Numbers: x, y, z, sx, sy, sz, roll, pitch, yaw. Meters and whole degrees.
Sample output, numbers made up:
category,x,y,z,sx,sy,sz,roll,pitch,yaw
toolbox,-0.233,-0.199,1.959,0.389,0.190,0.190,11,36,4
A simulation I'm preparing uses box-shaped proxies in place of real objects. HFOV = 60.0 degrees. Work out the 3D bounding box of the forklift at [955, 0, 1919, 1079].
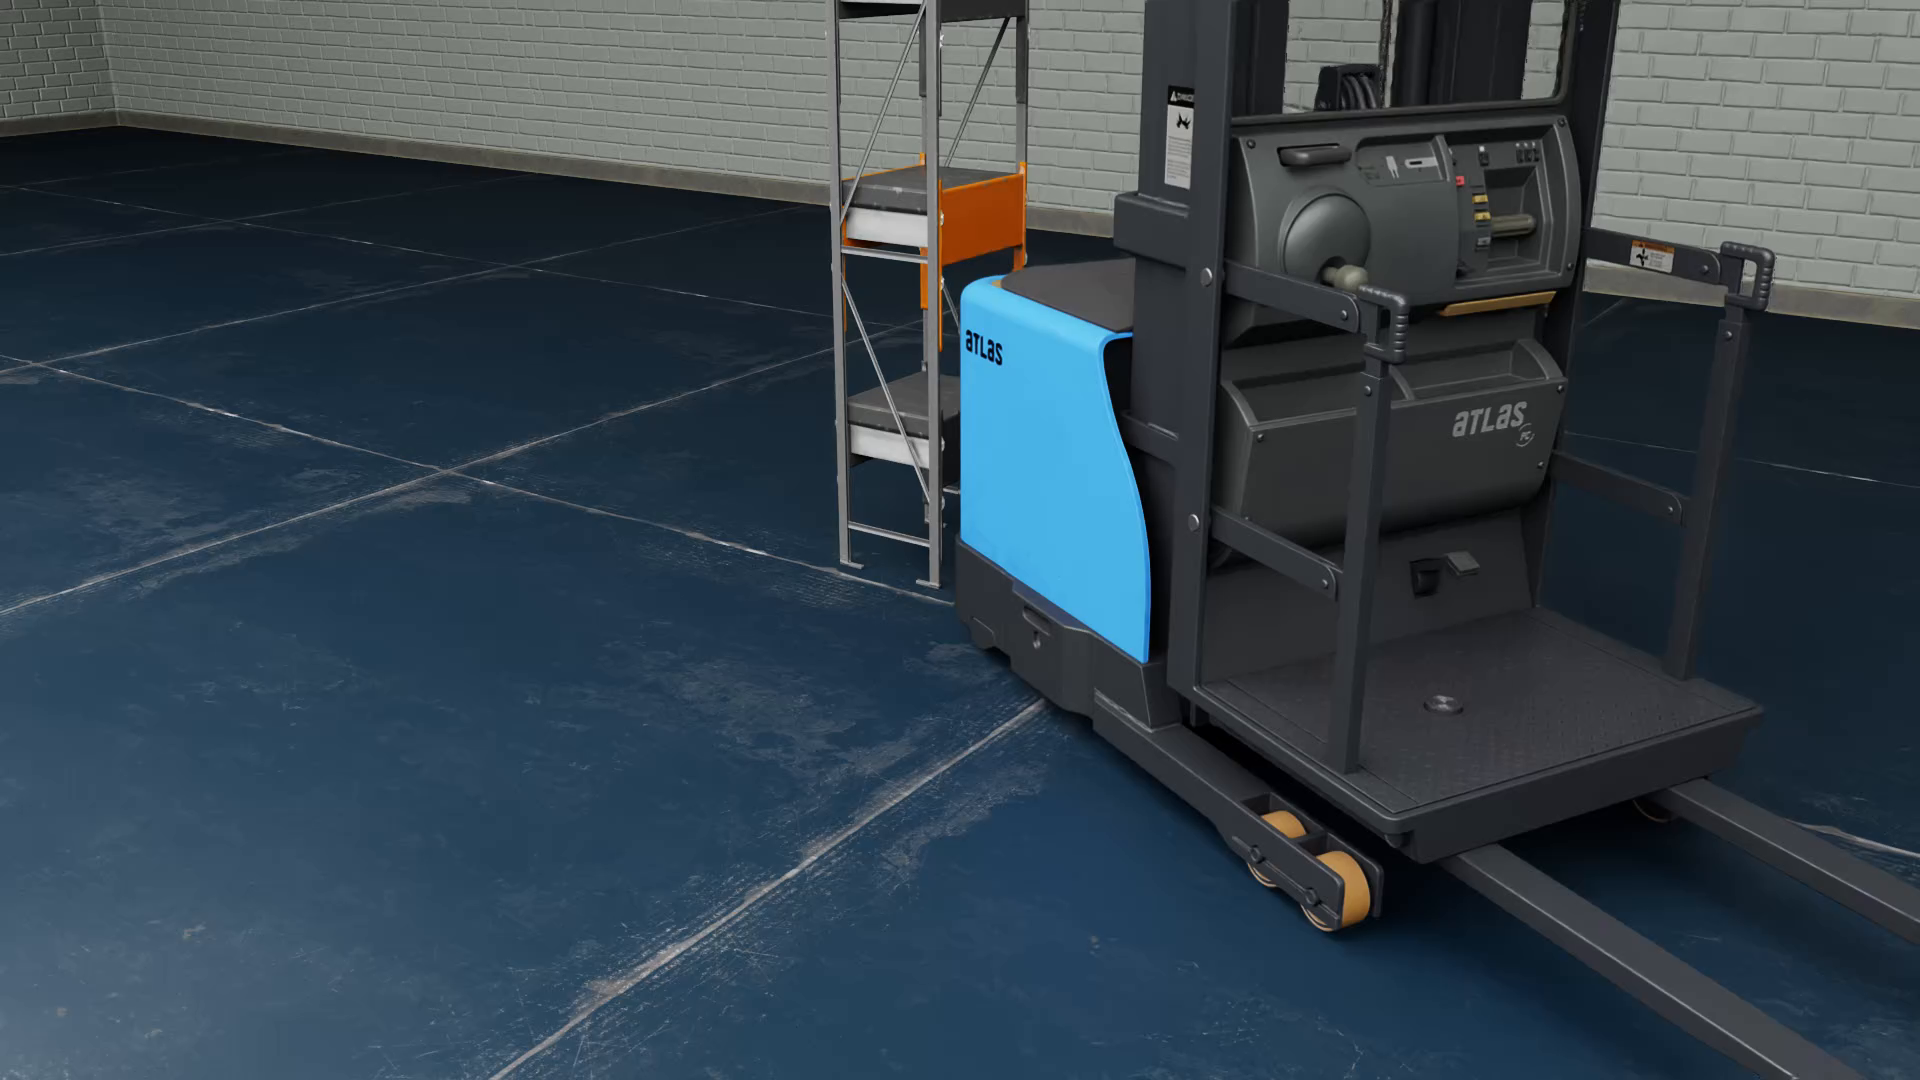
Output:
category,x,y,z,sx,sy,sz,roll,pitch,yaw
forklift,1.107,-0.723,3.494,1.130,2.935,3.031,-10,23,-25

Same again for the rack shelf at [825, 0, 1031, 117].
category,x,y,z,sx,sy,sz,roll,pitch,yaw
rack shelf,-0.093,-1.581,5.034,0.431,0.518,0.480,13,24,32

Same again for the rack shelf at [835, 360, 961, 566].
category,x,y,z,sx,sy,sz,roll,pitch,yaw
rack shelf,-0.093,-0.268,5.520,0.431,0.518,0.480,13,24,32

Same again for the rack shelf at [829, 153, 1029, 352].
category,x,y,z,sx,sy,sz,roll,pitch,yaw
rack shelf,-0.093,-0.925,5.277,0.431,0.518,0.480,13,24,32

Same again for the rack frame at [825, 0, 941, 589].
category,x,y,z,sx,sy,sz,roll,pitch,yaw
rack frame,-0.230,-0.867,5.083,0.400,2.100,0.015,13,24,32

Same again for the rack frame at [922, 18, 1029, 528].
category,x,y,z,sx,sy,sz,roll,pitch,yaw
rack frame,0.044,-1.007,5.462,0.400,2.100,0.015,13,24,32

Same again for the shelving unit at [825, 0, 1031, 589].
category,x,y,z,sx,sy,sz,roll,pitch,yaw
shelving unit,-0.093,-0.937,5.272,0.431,2.100,0.503,13,24,32
